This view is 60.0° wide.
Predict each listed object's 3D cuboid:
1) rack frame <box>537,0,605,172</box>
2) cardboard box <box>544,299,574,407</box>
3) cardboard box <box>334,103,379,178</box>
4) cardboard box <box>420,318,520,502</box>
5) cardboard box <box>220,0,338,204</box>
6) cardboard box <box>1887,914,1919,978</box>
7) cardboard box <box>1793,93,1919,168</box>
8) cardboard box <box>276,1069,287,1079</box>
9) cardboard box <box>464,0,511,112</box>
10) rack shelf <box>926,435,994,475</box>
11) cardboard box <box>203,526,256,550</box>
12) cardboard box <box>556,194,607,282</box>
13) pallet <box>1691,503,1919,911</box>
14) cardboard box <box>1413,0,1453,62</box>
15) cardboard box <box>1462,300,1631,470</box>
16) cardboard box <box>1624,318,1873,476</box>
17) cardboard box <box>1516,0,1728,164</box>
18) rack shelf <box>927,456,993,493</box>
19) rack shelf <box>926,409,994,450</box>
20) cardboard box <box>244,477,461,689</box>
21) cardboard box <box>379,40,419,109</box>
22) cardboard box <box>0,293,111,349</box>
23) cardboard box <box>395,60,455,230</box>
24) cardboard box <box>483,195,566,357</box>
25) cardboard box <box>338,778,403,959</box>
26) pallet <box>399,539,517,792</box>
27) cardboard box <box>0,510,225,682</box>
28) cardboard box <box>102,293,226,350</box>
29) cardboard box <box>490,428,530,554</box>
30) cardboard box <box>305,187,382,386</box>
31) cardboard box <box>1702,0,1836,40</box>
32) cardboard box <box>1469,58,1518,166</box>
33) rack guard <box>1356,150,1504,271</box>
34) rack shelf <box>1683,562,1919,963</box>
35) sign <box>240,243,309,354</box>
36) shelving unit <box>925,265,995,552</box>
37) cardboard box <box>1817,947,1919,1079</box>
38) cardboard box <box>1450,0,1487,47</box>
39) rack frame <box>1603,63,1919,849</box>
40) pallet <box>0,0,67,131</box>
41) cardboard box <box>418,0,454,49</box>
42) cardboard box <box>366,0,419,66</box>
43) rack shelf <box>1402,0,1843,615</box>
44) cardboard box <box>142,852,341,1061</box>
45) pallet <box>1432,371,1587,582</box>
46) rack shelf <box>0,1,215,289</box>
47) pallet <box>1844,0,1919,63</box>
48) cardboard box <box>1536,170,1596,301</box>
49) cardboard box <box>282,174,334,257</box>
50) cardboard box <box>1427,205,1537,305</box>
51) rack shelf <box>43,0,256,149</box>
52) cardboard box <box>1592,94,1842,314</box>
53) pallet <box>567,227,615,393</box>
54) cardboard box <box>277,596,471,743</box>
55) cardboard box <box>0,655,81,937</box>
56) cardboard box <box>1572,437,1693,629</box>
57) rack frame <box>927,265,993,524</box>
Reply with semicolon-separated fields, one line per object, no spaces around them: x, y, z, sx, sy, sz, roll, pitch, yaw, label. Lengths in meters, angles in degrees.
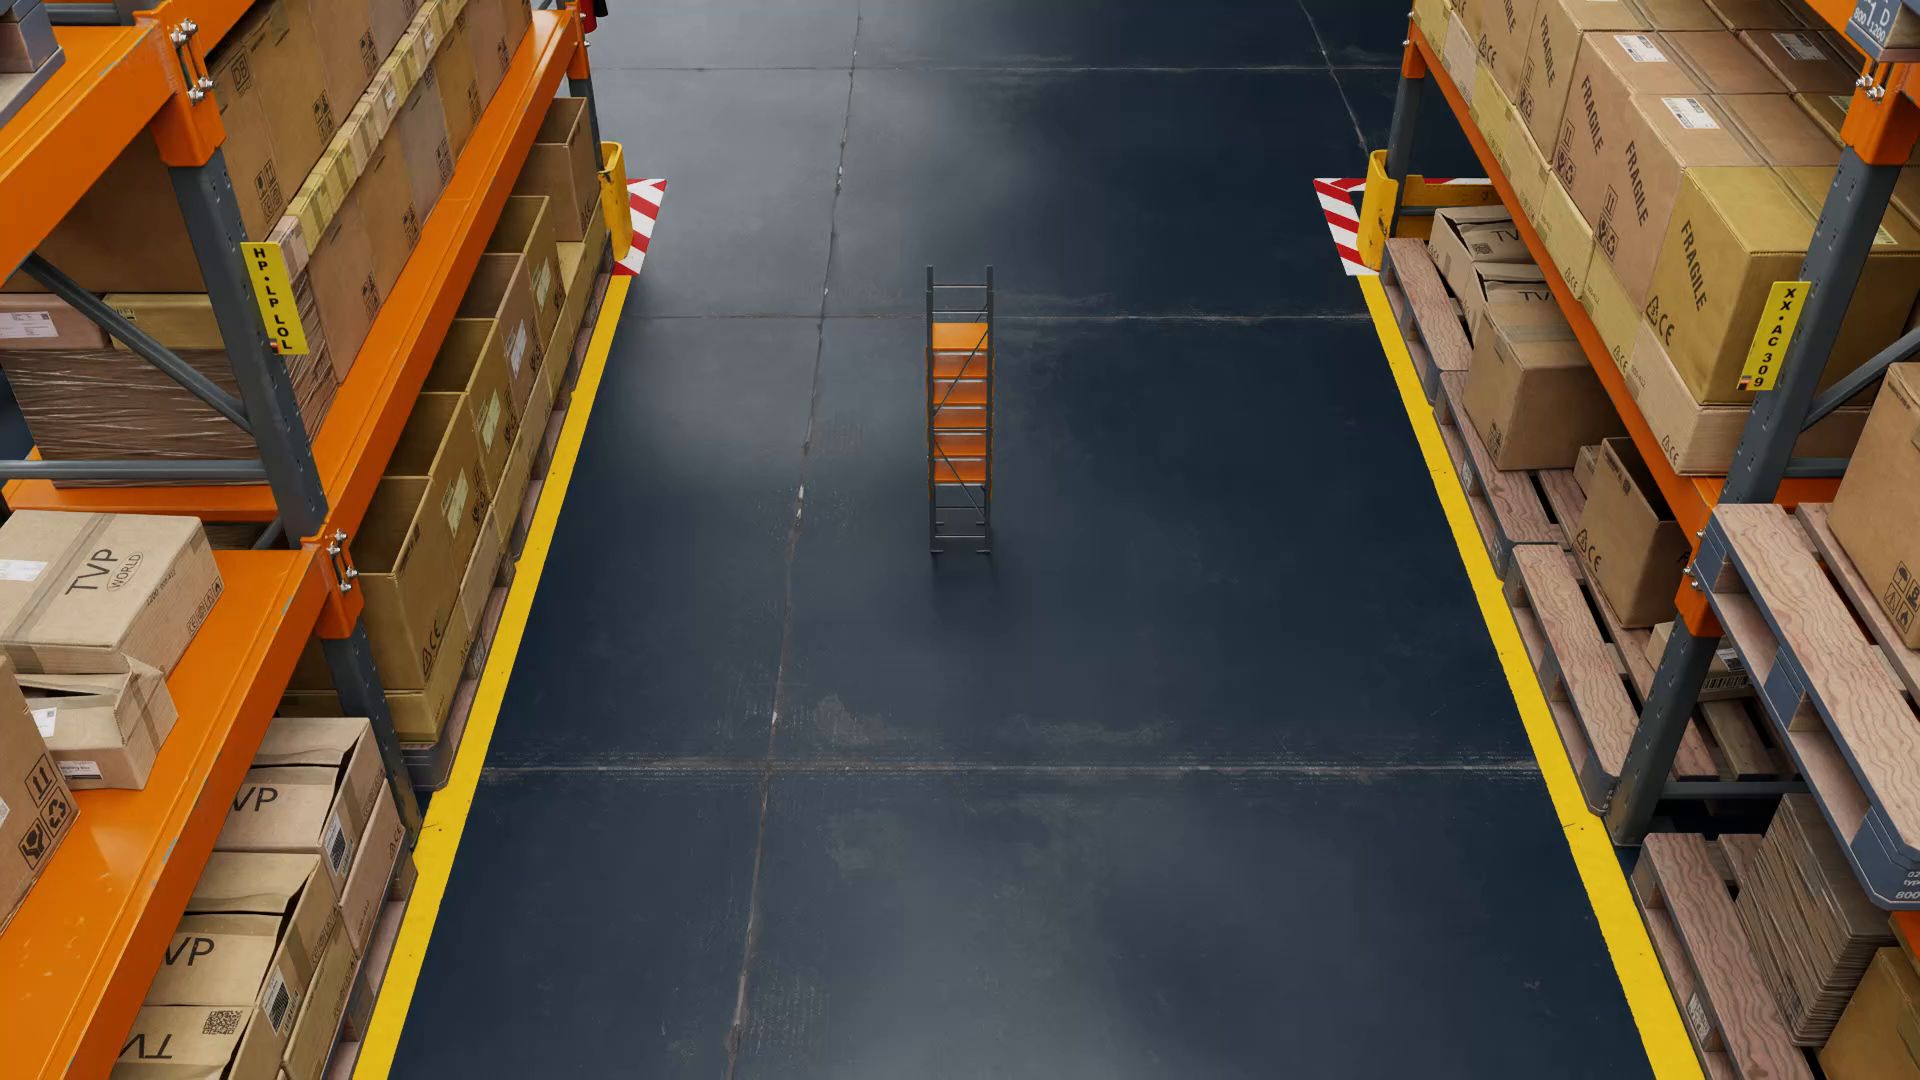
-2.302;-2.689;7.707;1.000;3.000;0.127;0;39;0;rack frame
-1.991;-0.819;7.237;0.500;0.250;0.500;0;39;0;cardboard box
-2.106;-1.287;5.358;0.380;0.149;0.250;-1;39;-2;cardboard box
-1.986;-0.487;6.222;0.500;0.500;0.500;0;39;0;cardboard box
-2.306;-1.326;4.889;0.700;0.500;0.500;0;39;0;cardboard box
2.678;1.053;4.085;0.500;0.250;0.500;-1;39;-1;cardboard box
2.868;-1.053;5.170;0.500;0.500;0.500;0;39;0;cardboard box
-2.007;1.617;4.197;0.500;0.250;0.500;1;39;1;cardboard box
-2.309;-2.108;6.902;0.700;0.500;0.500;1;39;1;cardboard box
0.000;-0.349;6.489;0.258;0.103;0.180;0;39;0;rack shelf
-2.506;-0.174;5.831;0.500;0.500;0.500;0;39;0;cardboard box
-2.006;-1.445;8.017;0.500;0.250;0.500;0;39;0;cardboard box
2.512;0.359;4.056;1.003;0.211;1.213;0;39;0;pallet
2.335;-2.339;7.374;0.500;0.250;0.500;-1;39;-1;cardboard box
2.514;-0.643;6.801;0.700;0.500;0.500;-2;39;-3;cardboard box
2.352;-0.439;5.003;0.500;0.250;0.500;0;39;0;cardboard box
2.349;-1.683;5.956;0.500;0.500;0.500;1;39;1;cardboard box
0.000;-0.255;6.564;0.258;0.103;0.180;0;39;0;rack shelf
0.000;-0.443;6.414;0.258;0.103;0.180;0;39;0;rack shelf
-1.985;0.139;5.442;0.500;0.500;0.500;0;39;0;cardboard box
-2.110;-1.617;5.770;0.380;0.149;0.250;0;39;0;cardboard box
-2.512;-0.650;4.563;0.380;0.149;0.250;0;39;0;cardboard box
-2.310;-1.468;6.103;0.700;0.500;0.500;1;39;1;cardboard box
-1.988;-1.112;7.002;0.500;0.500;0.500;0;39;0;cardboard box
-2.007;0.981;4.991;0.500;0.250;0.500;0;39;0;cardboard box
-2.257;0.403;6.078;1.003;0.211;1.213;0;39;0;pallet
-2.253;0.179;4.248;0.500;0.250;0.500;2;39;3;cardboard box
-2.104;-0.648;4.561;0.380;0.149;0.250;0;39;0;cardboard box
-1.986;-0.194;6.457;0.500;0.250;0.500;0;39;0;cardboard box
-2.311;-0.834;5.312;0.700;0.500;0.500;0;39;-1;cardboard box
2.861;-1.689;5.964;0.500;0.500;0.500;0;39;1;cardboard box
2.344;-1.696;6.571;0.500;0.250;0.500;-1;39;-1;cardboard box
2.652;-1.672;8.437;1.175;0.500;0.348;0;39;0;rack guard
2.658;1.338;3.257;1.077;0.370;4.000;0;39;0;rack shelf
-1.755;-0.615;4.256;0.100;0.325;0.005;0;39;0;sign
0.000;-0.477;6.386;0.258;1.200;0.189;0;39;0;shelving unit
2.724;1.394;4.259;0.700;0.500;0.500;-1;39;-1;cardboard box
2.342;-2.329;6.762;0.500;0.500;0.500;0;39;0;cardboard box
2.656;-0.194;4.593;1.000;3.000;0.127;0;39;0;rack frame
-2.284;-0.732;3.019;0.805;0.209;1.217;-1;39;-2;pallet
-2.108;-1.933;6.164;0.380;0.149;0.250;1;39;1;cardboard box
-2.306;-1.952;5.670;0.700;0.500;0.500;0;39;0;cardboard box
2.654;-1.164;6.379;1.077;0.370;4.000;0;39;0;rack shelf
-2.003;1.081;4.417;0.500;0.311;0.500;1;39;1;cardboard box
2.616;-0.290;6.943;1.003;0.211;1.213;0;39;0;pallet
-2.295;0.173;2.312;1.077;0.370;4.000;0;39;0;rack shelf
2.550;-0.905;3.232;1.213;0.211;1.003;0;39;0;pallet
2.344;-1.065;5.784;0.500;0.250;0.500;0;39;0;cardboard box
-2.107;-0.966;4.959;0.380;0.149;0.250;-1;39;-1;cardboard box
2.562;-1.385;7.878;0.500;0.311;0.500;-4;39;-5;cardboard box
-2.300;-2.328;5.433;1.077;0.370;4.000;0;39;0;rack shelf
2.340;-1.043;5.157;0.500;0.500;0.500;0;39;0;cardboard box
-2.259;-1.123;7.982;1.003;0.211;1.213;0;39;0;pallet
-1.995;0.431;5.676;0.500;0.250;0.500;0;39;0;cardboard box
-2.312;0.583;3.544;0.500;0.500;0.500;3;39;3;cardboard box
2.615;-0.039;6.047;0.500;0.500;0.500;-3;39;-3;cardboard box
0.000;-0.534;6.457;0.240;1.200;0.006;0;39;0;rack frame
